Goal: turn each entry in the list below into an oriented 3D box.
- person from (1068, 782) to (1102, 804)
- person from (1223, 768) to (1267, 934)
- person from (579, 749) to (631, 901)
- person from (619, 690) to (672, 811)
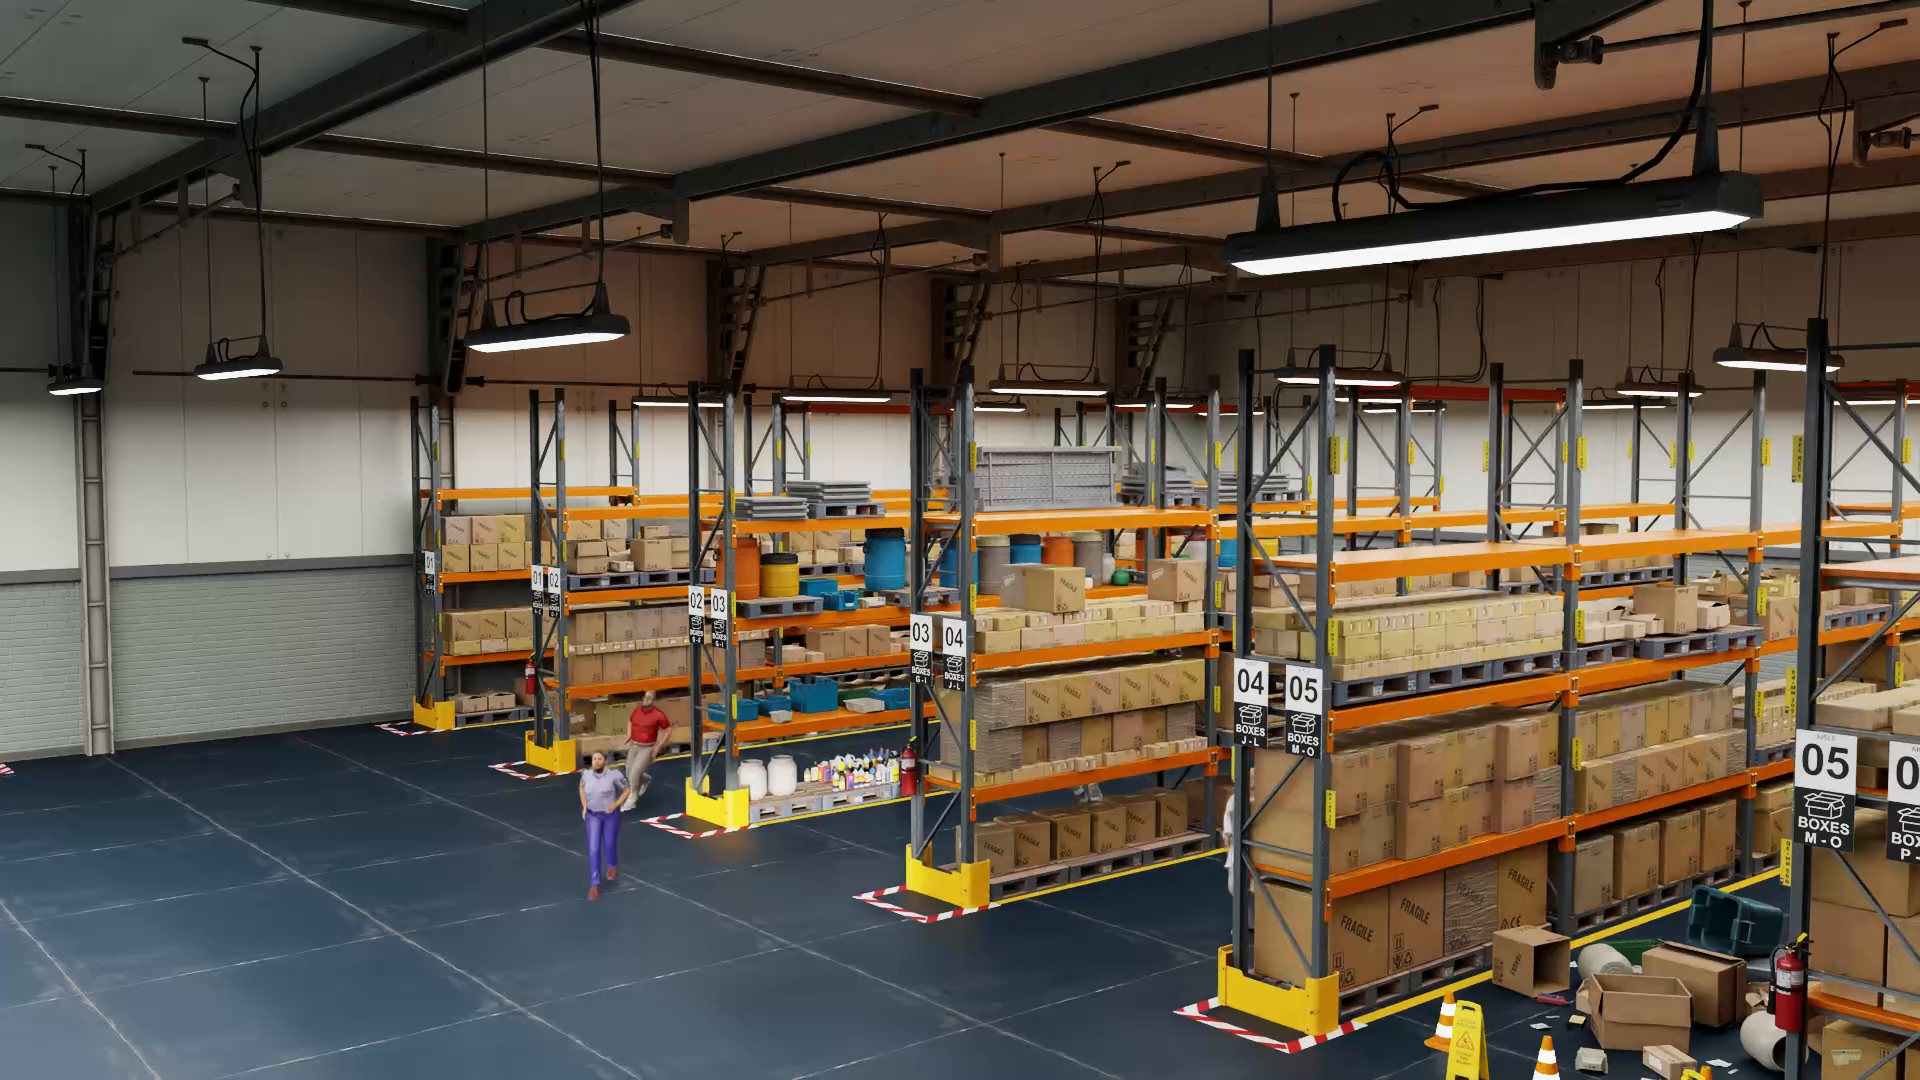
[{"bbox_3d":[1.702,2.934,22.576,0.641,1.744,0.649,3,4,39],"label":"person"},{"bbox_3d":[3.106,3.274,17.643,0.730,1.724,0.716,2,4,34],"label":"person"},{"bbox_3d":[-4.083,3.217,19.120,0.603,1.675,0.826,0,3,-4],"label":"person"},{"bbox_3d":[-4.424,2.951,23.458,0.714,1.666,0.765,2,4,25],"label":"person"}]
